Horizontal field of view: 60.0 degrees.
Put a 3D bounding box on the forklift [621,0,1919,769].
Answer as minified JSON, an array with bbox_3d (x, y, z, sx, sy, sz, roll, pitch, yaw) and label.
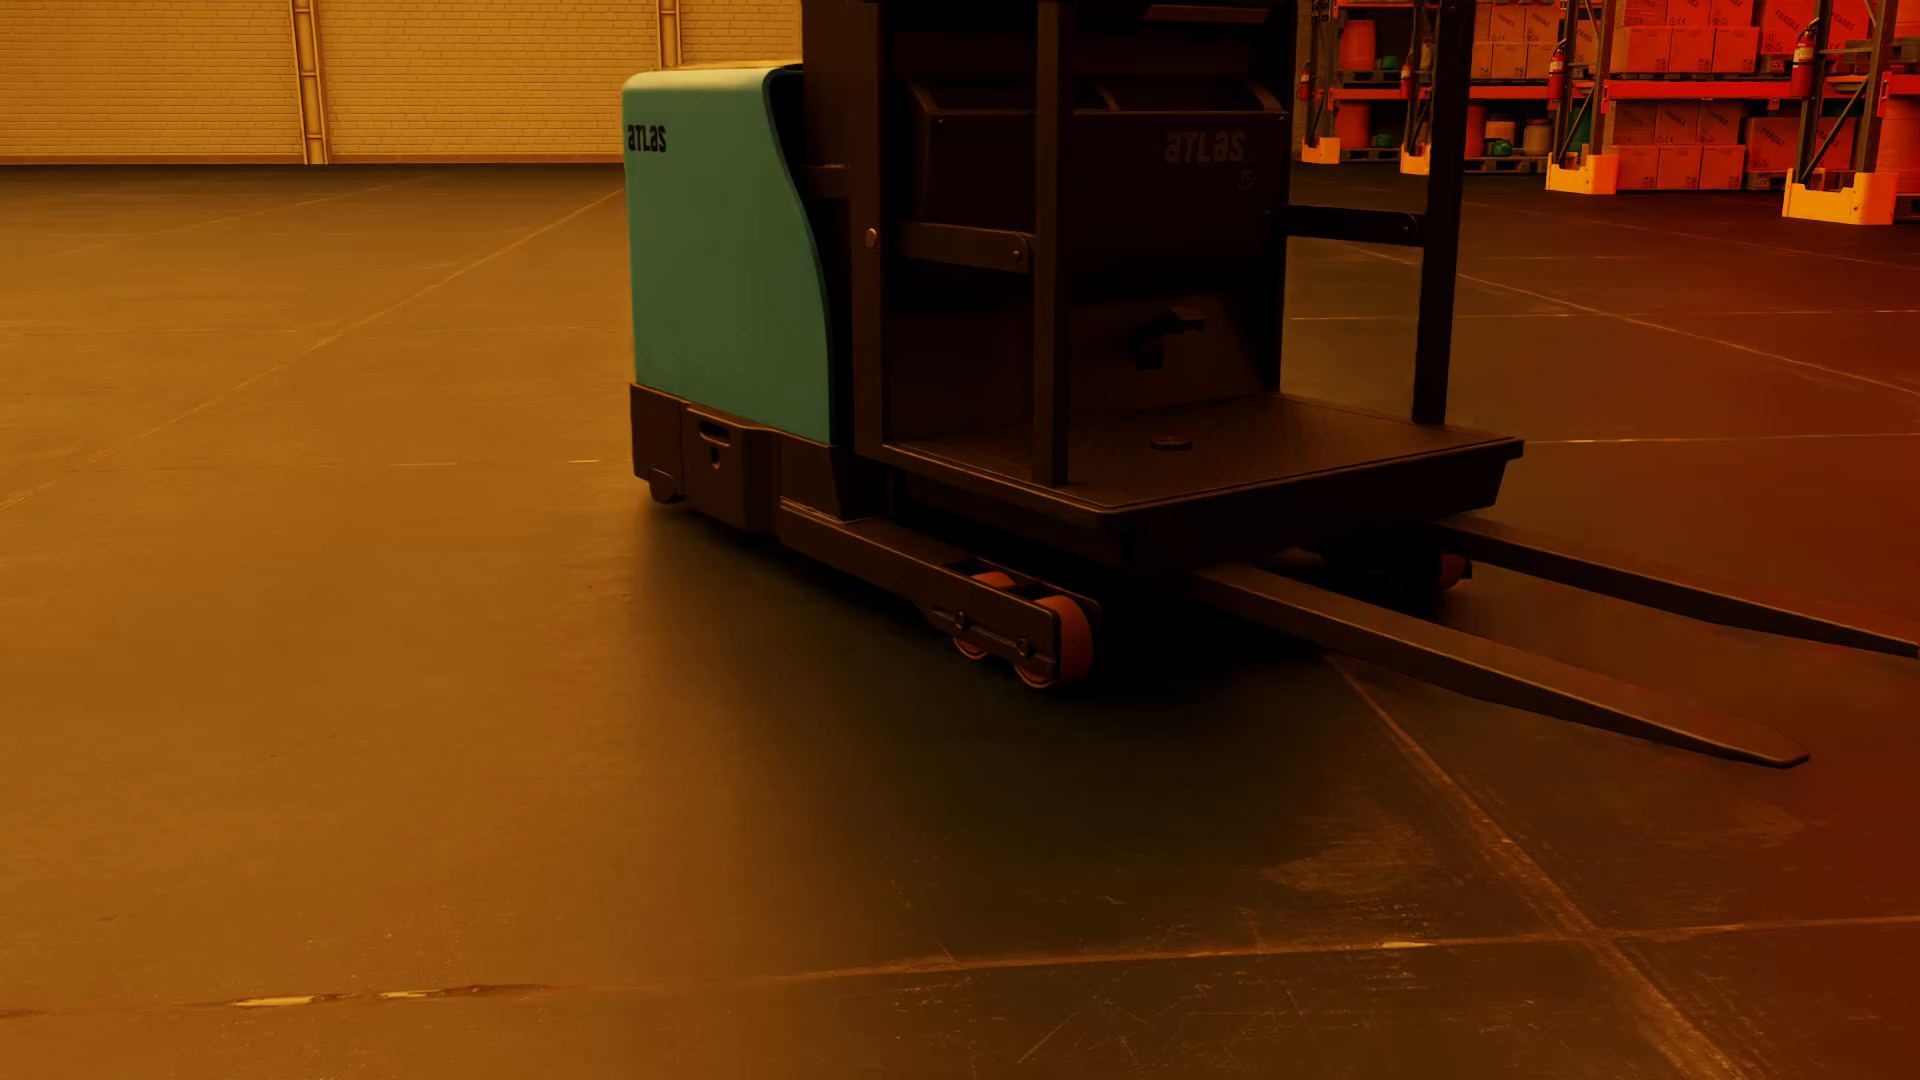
[{"bbox_3d":[0.408,-1.293,3.087,1.130,2.935,3.031,-10,18,-34],"label":"forklift"}]
